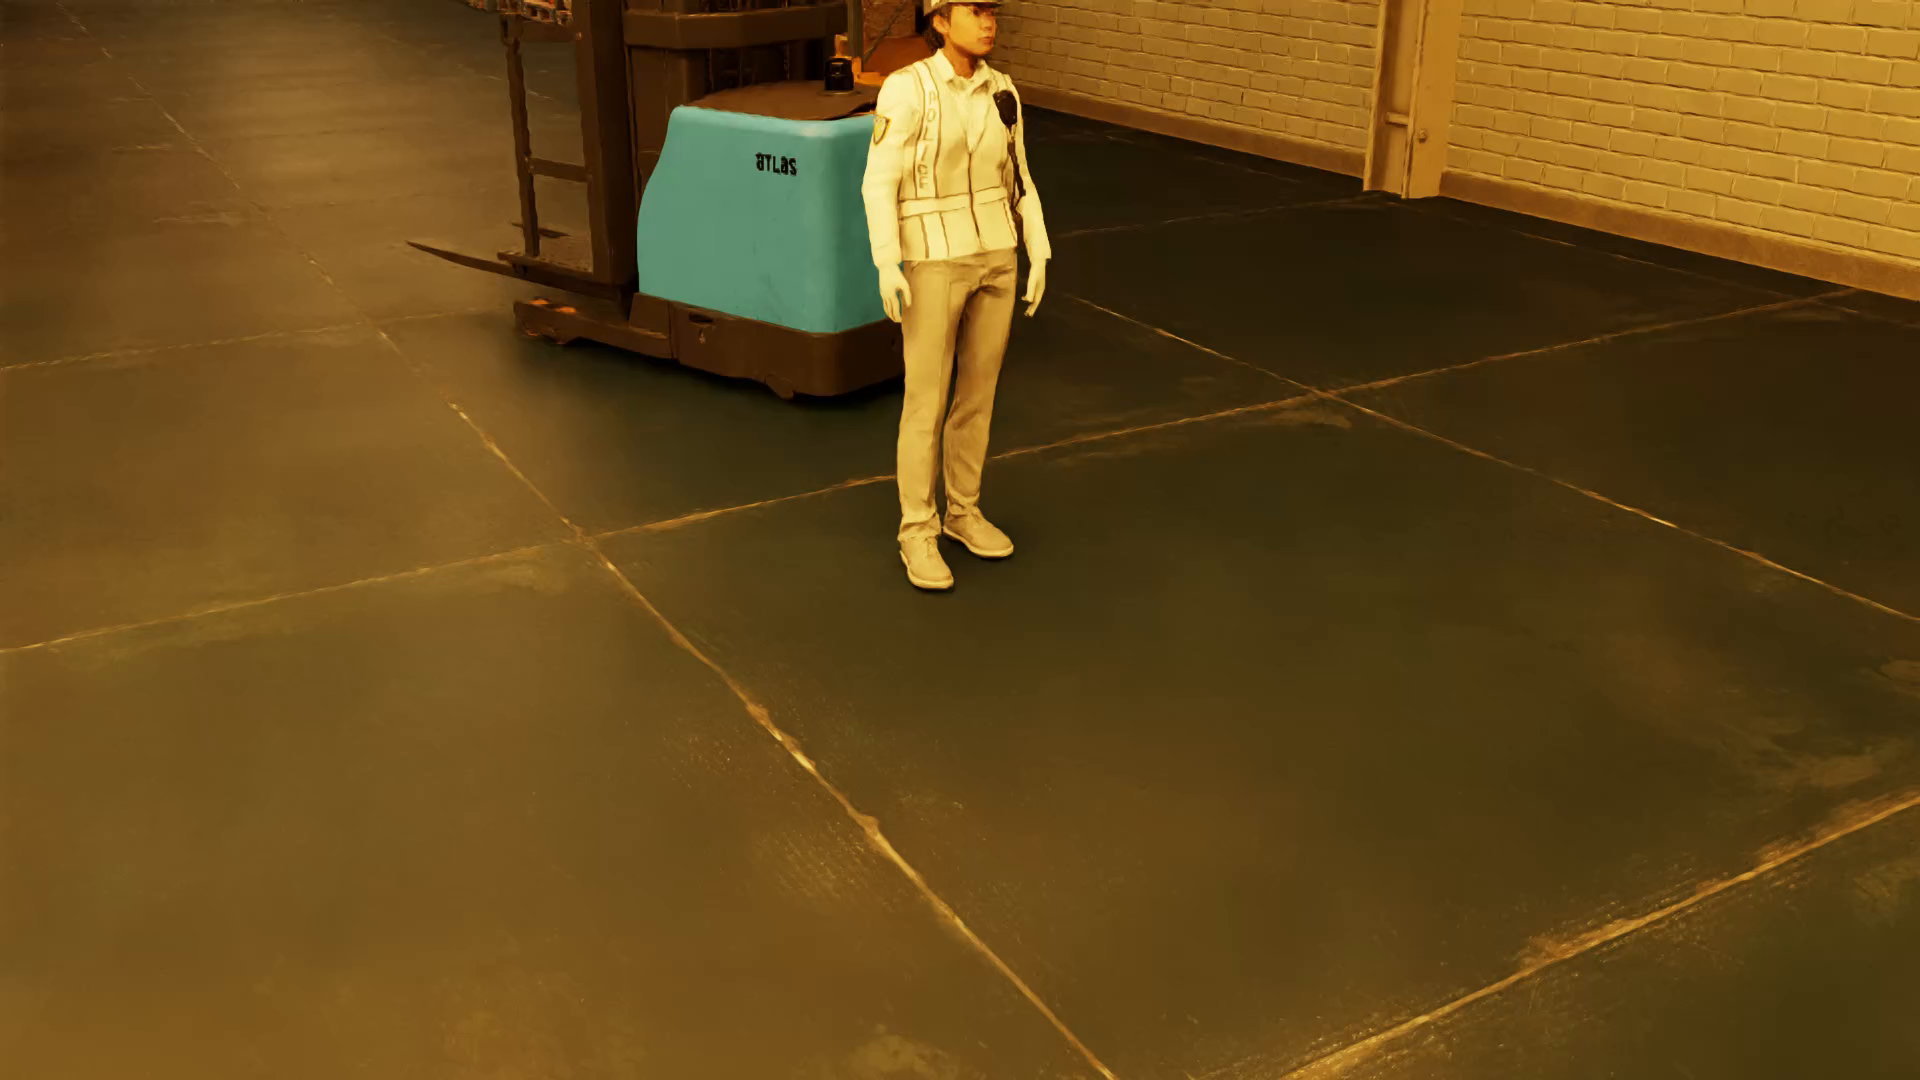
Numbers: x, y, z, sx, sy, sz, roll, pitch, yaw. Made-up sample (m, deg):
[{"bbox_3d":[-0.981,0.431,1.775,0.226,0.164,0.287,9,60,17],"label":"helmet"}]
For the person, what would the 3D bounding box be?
[{"bbox_3d":[0.028,-0.767,4.752,0.586,1.695,0.533,-12,25,-28],"label":"person"}]

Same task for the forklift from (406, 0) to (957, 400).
[{"bbox_3d":[-1.324,-2.335,6.965,3.031,2.935,1.130,18,28,36],"label":"forklift"}]
